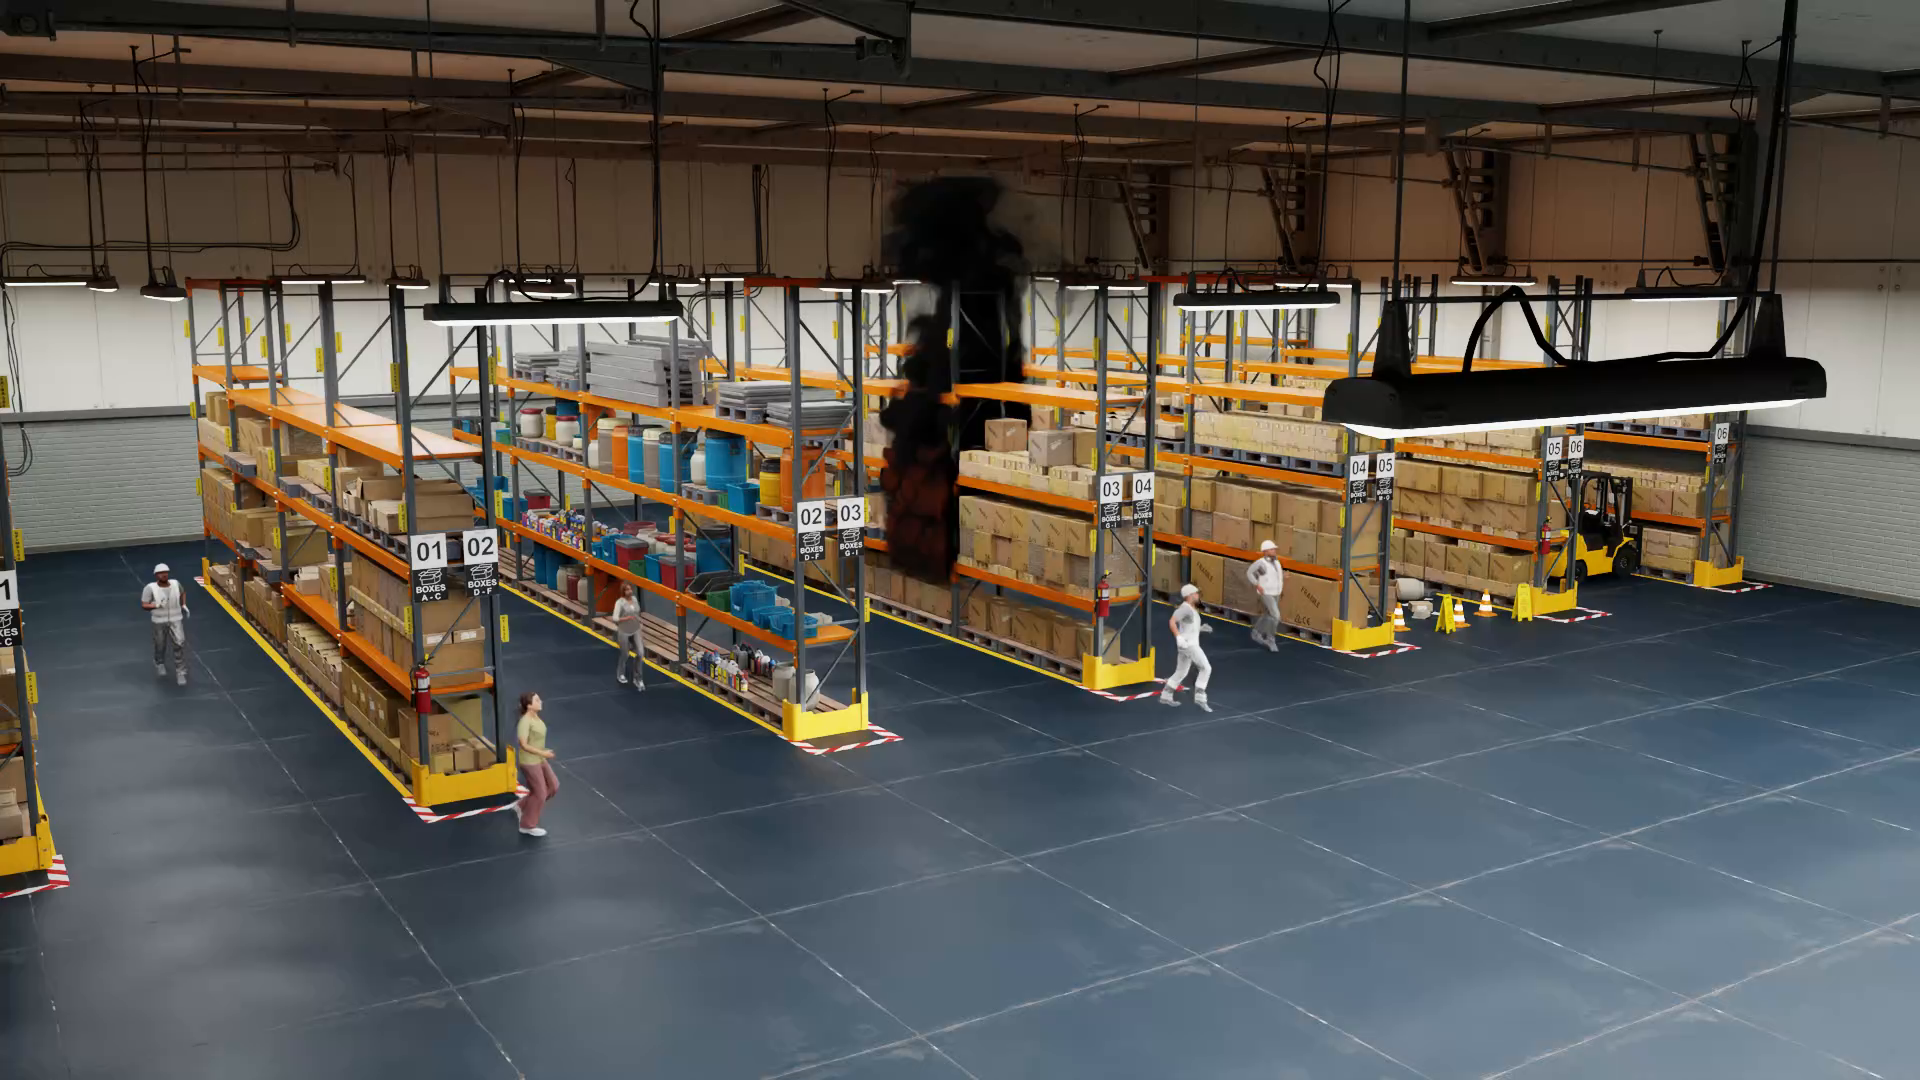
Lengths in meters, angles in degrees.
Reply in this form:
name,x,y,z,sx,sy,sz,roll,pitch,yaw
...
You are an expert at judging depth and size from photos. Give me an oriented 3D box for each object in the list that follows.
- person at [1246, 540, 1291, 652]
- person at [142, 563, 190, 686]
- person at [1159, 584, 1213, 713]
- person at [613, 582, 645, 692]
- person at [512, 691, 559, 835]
name,x,y,z,sx,sy,sz,roll,pitch,yaw
person,5.071,0.915,27.272,0.727,1.830,0.638,9,13,42
person,-11.969,1.250,25.095,0.672,1.814,0.903,-7,12,-35
person,3.214,1.524,23.582,0.740,1.810,0.677,0,10,2
person,-4.923,1.424,24.710,0.522,1.639,0.700,-7,12,-35
person,-4.733,2.467,18.488,0.552,1.640,0.614,0,10,0
